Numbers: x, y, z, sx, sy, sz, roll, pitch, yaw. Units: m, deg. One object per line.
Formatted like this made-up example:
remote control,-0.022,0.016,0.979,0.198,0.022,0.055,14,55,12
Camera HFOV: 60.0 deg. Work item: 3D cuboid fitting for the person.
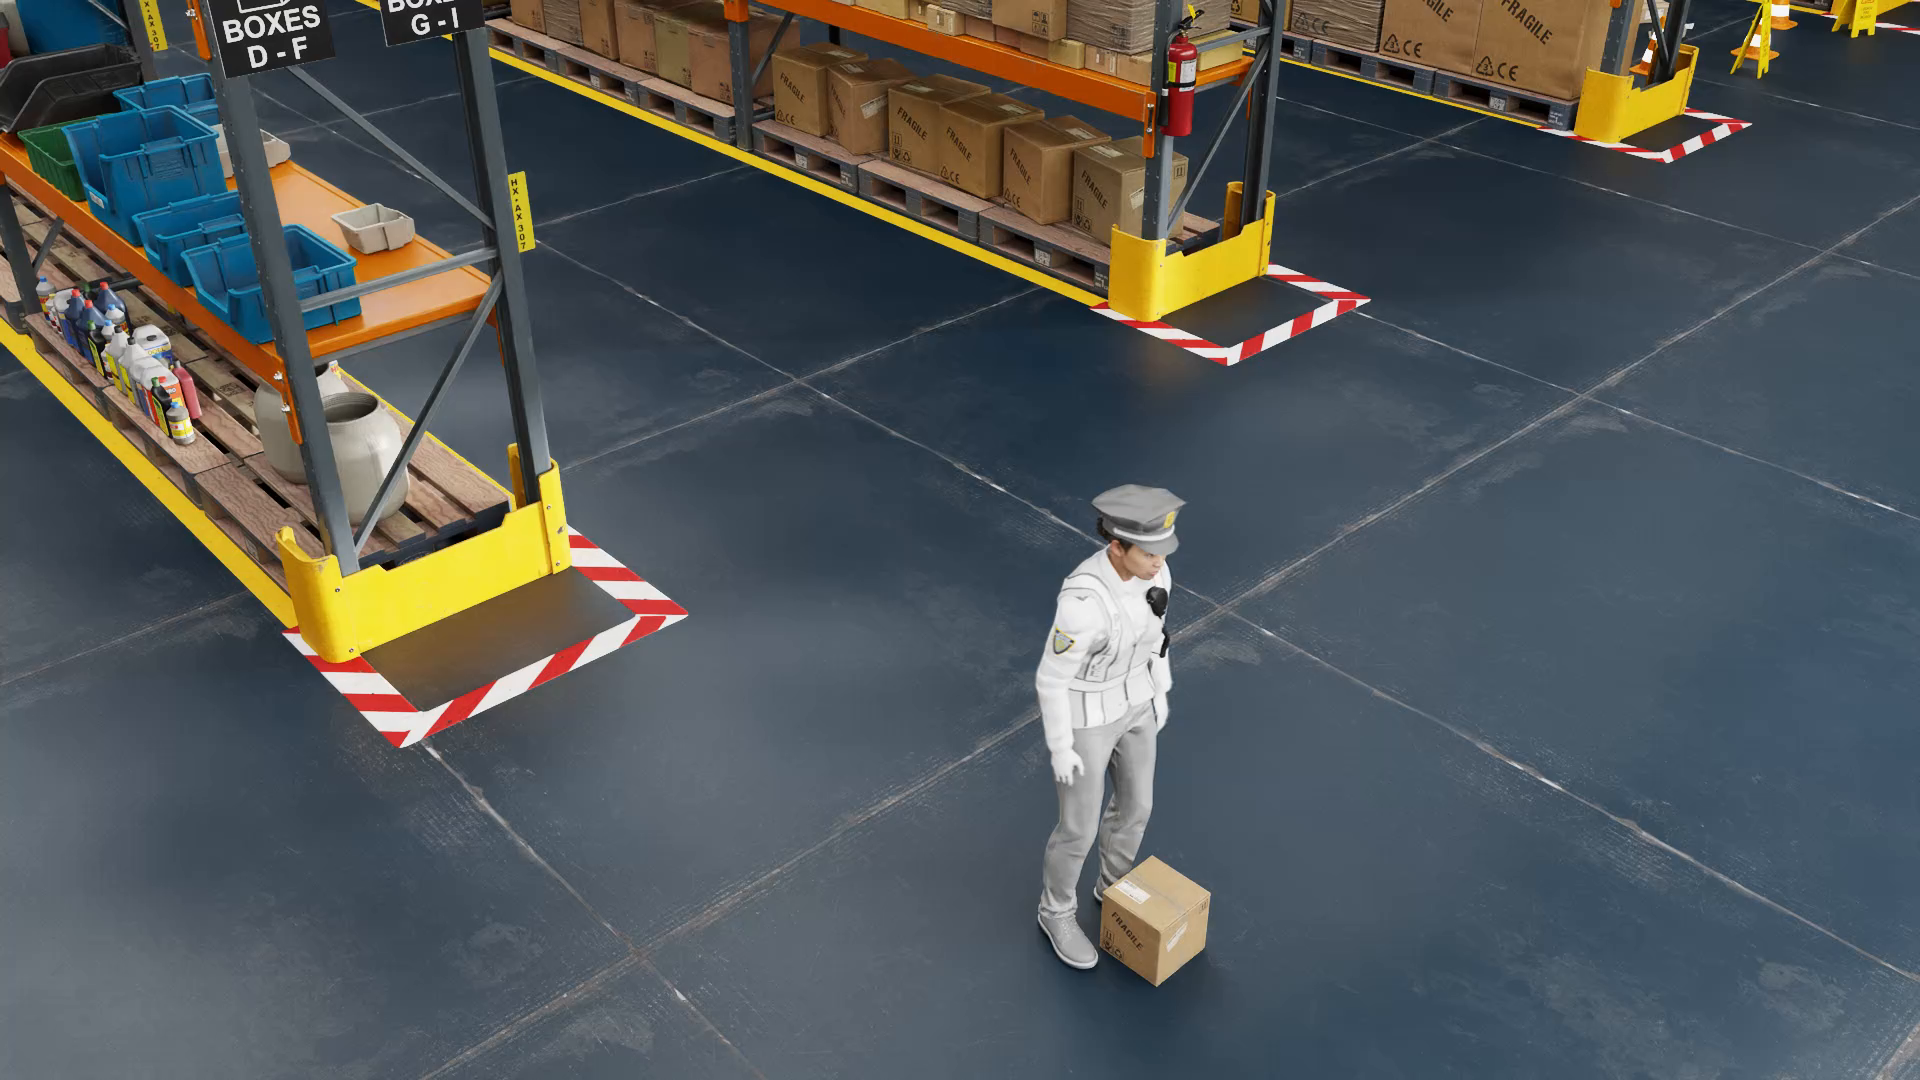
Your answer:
person,0.475,0.568,5.222,0.528,1.662,0.407,-26,40,-35
